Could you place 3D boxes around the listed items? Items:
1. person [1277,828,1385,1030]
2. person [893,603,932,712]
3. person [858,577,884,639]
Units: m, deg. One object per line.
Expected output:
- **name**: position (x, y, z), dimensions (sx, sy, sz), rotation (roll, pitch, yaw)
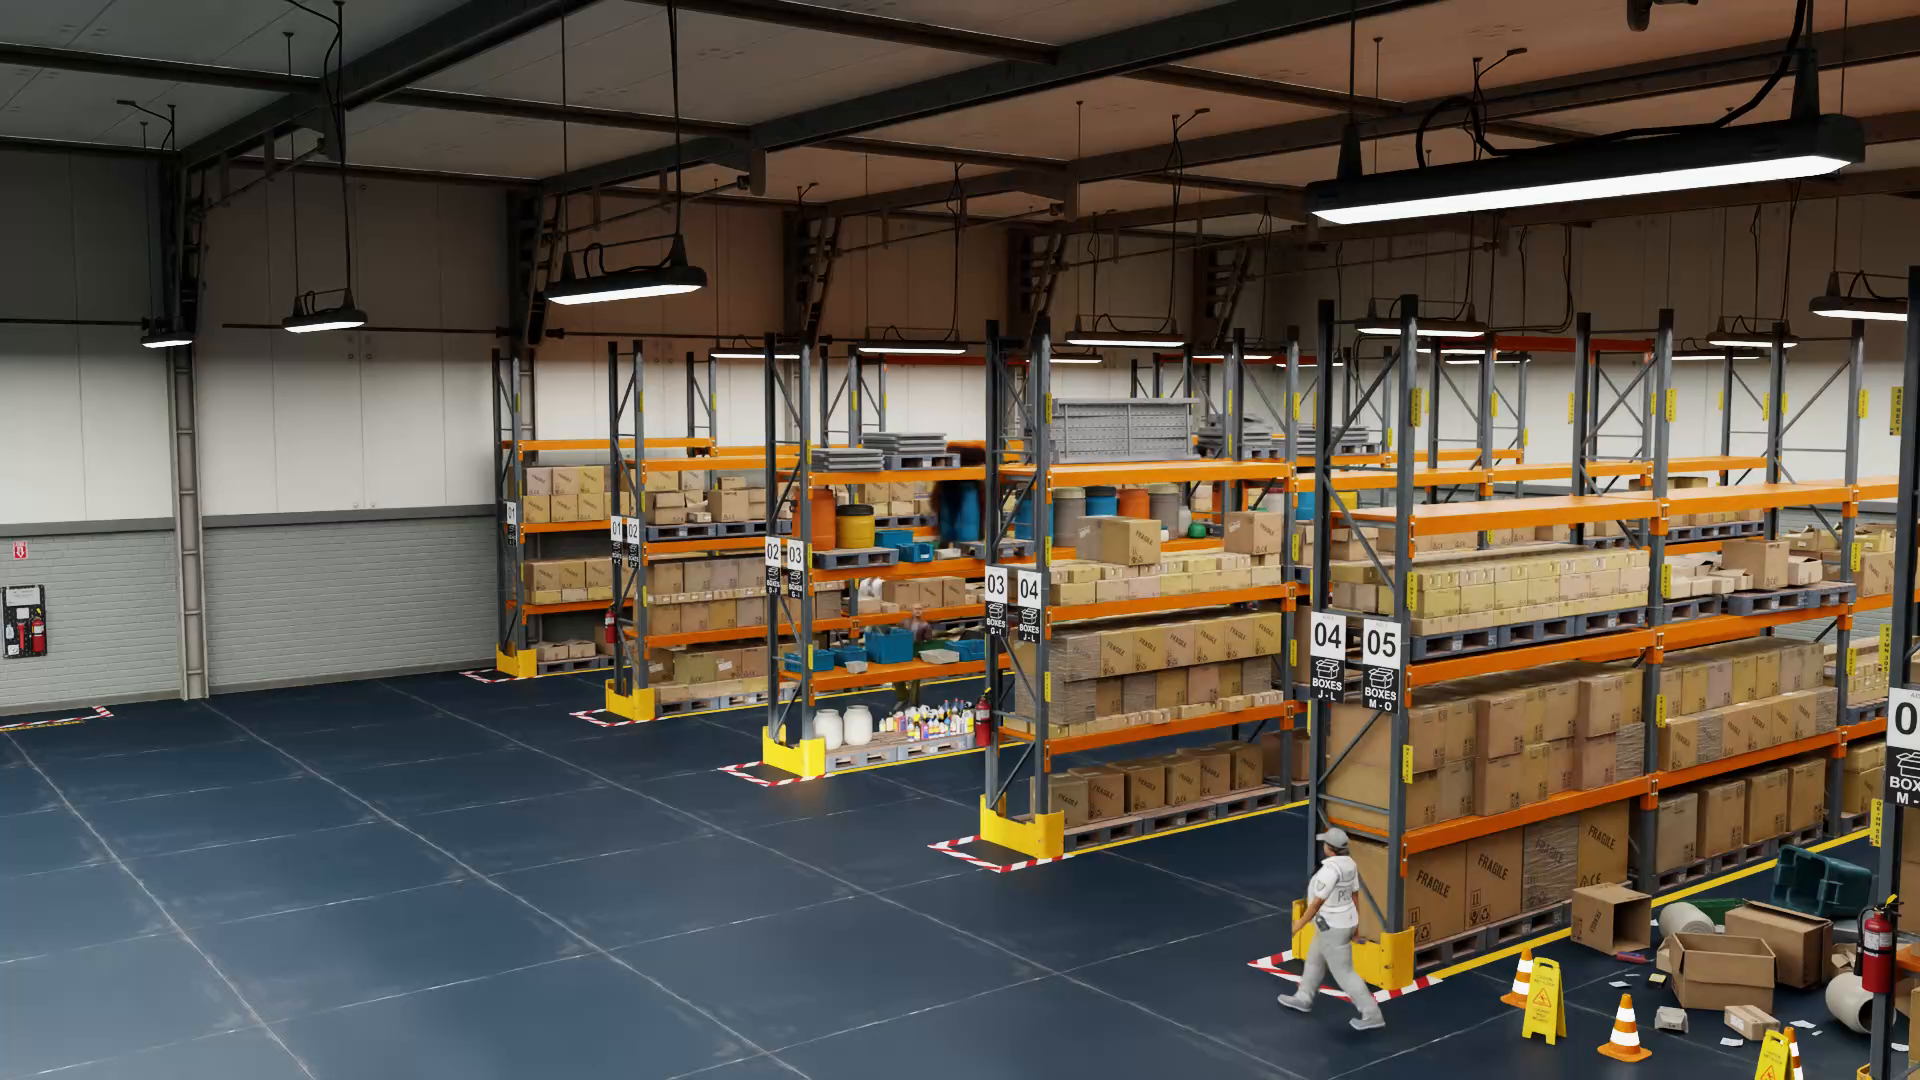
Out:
- **person**: position (3.033, 3.155, 13.625), dimensions (0.974, 1.621, 0.474), rotation (3, 6, 30)
- **person**: position (-0.773, 1.922, 26.931), dimensions (0.678, 1.778, 0.553), rotation (2, 5, 20)
- **person**: position (-1.823, 1.384, 33.042), dimensions (1.088, 1.724, 0.551), rotation (-5, 7, -44)
